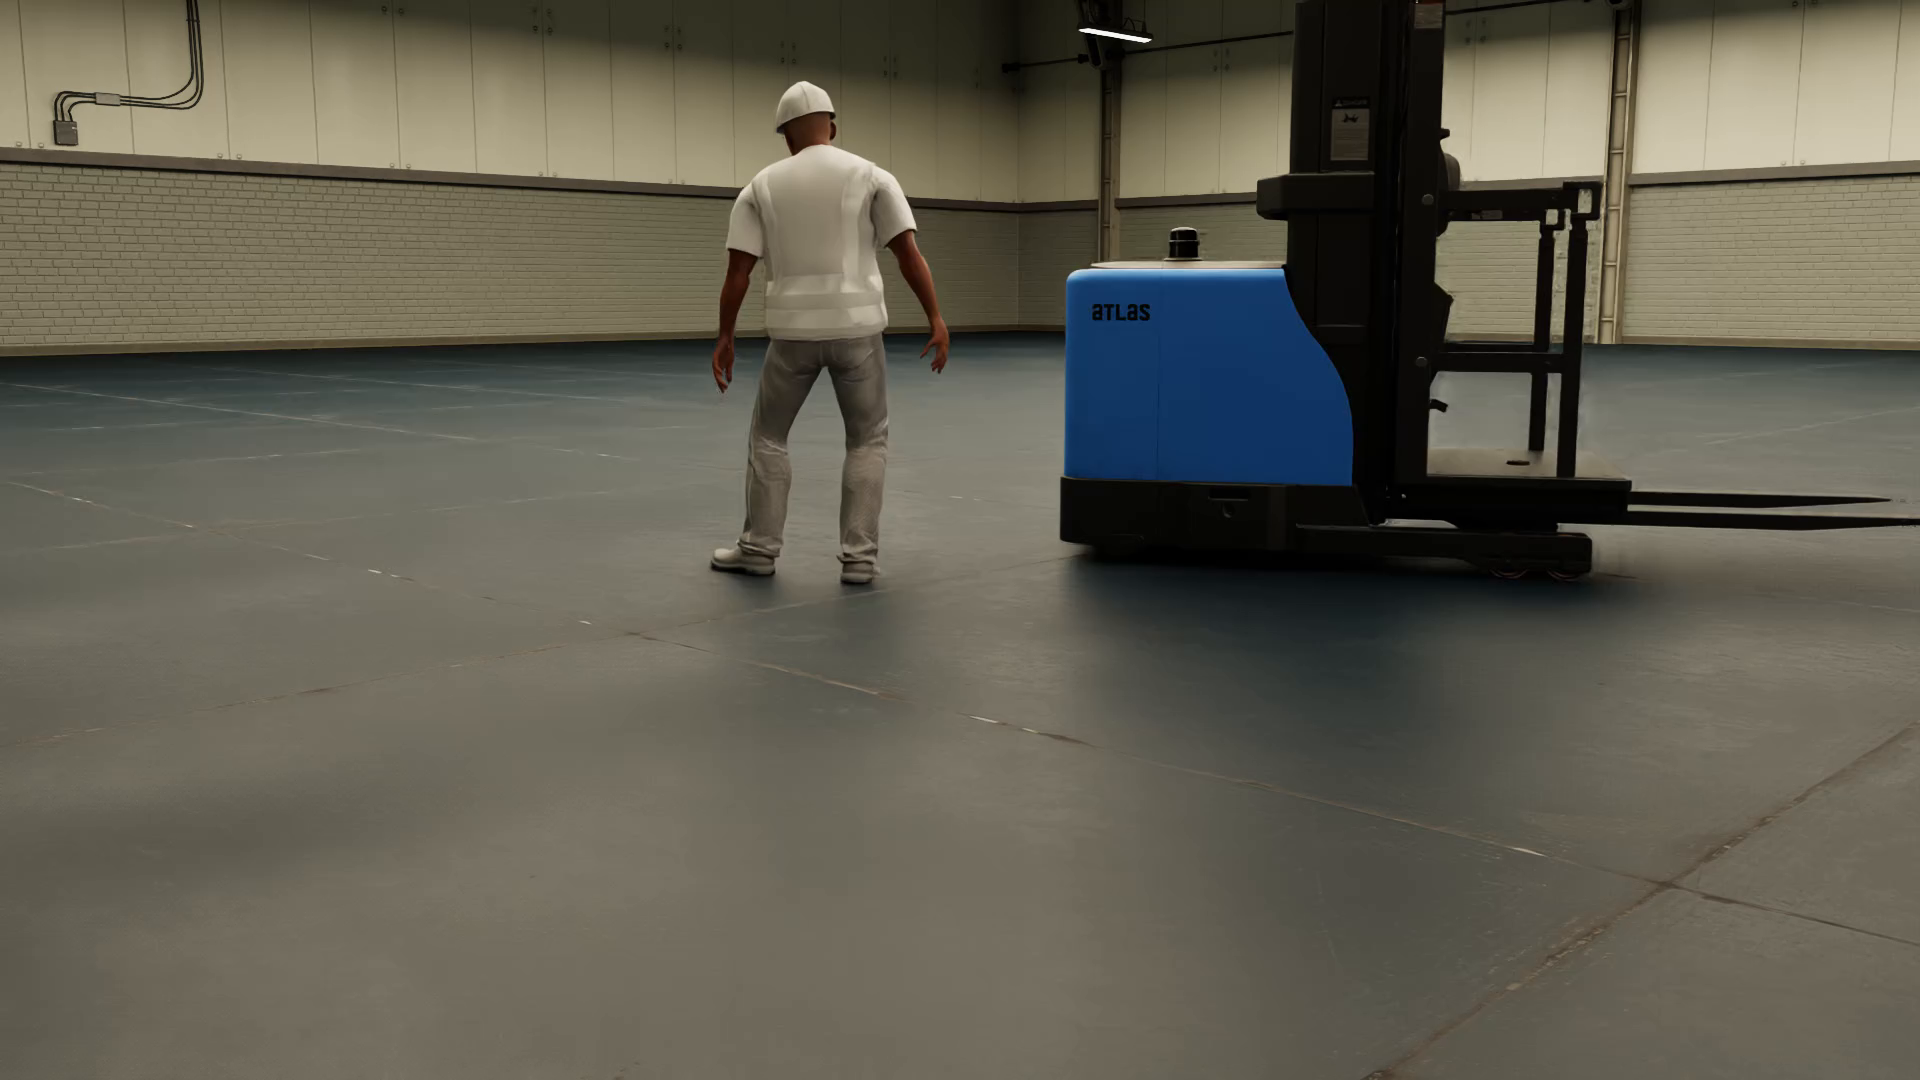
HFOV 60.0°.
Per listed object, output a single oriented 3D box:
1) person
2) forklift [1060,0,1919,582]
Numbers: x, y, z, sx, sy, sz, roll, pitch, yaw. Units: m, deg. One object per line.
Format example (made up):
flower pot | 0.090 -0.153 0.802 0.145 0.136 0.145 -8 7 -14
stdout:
person | -0.470 -0.722 5.822 0.900 1.733 0.474 1 9 9
forklift | 1.950 -1.392 6.121 3.031 2.935 1.130 2 9 13
